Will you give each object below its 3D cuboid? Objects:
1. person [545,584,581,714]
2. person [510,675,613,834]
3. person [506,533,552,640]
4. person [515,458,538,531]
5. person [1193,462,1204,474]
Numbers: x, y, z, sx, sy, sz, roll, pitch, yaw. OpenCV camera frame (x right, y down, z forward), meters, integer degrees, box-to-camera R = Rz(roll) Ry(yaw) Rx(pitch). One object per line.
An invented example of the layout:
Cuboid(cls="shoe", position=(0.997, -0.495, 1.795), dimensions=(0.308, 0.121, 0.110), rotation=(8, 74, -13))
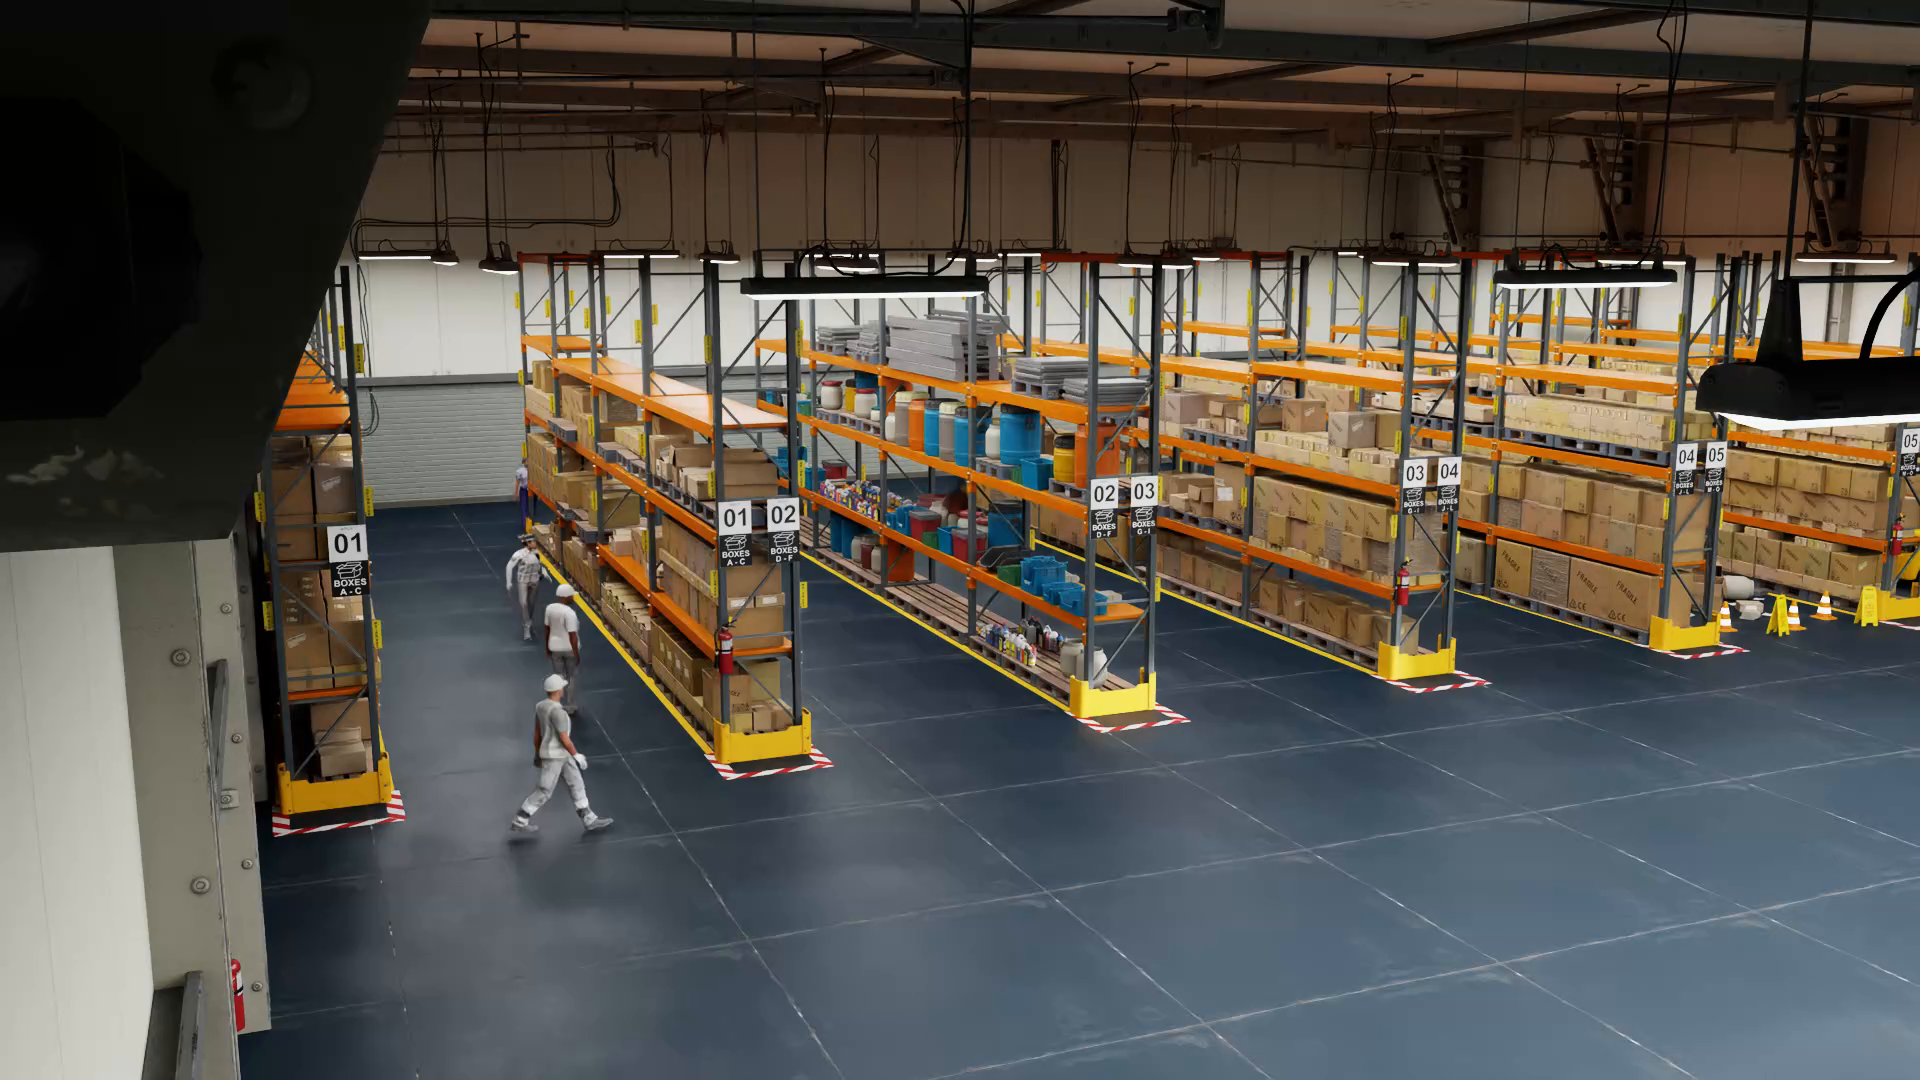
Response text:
Cuboid(cls="person", position=(-5.302, 1.461, 22.100), dimensions=(0.542, 1.758, 0.602), rotation=(2, 11, 11))
Cuboid(cls="person", position=(-4.271, 2.297, 17.699), dimensions=(1.052, 1.750, 0.473), rotation=(-1, 10, -4))
Cuboid(cls="person", position=(-6.934, 0.700, 26.739), dimensions=(0.692, 1.654, 0.947), rotation=(-4, 11, -20))
Cuboid(cls="person", position=(-9.313, -0.942, 35.896), dimensions=(0.525, 1.510, 0.912), rotation=(-4, 11, -20))
Cuboid(cls="person", position=(6.156, -2.229, 42.572), dimensions=(0.488, 1.699, 0.512), rotation=(-3, 11, -17))
